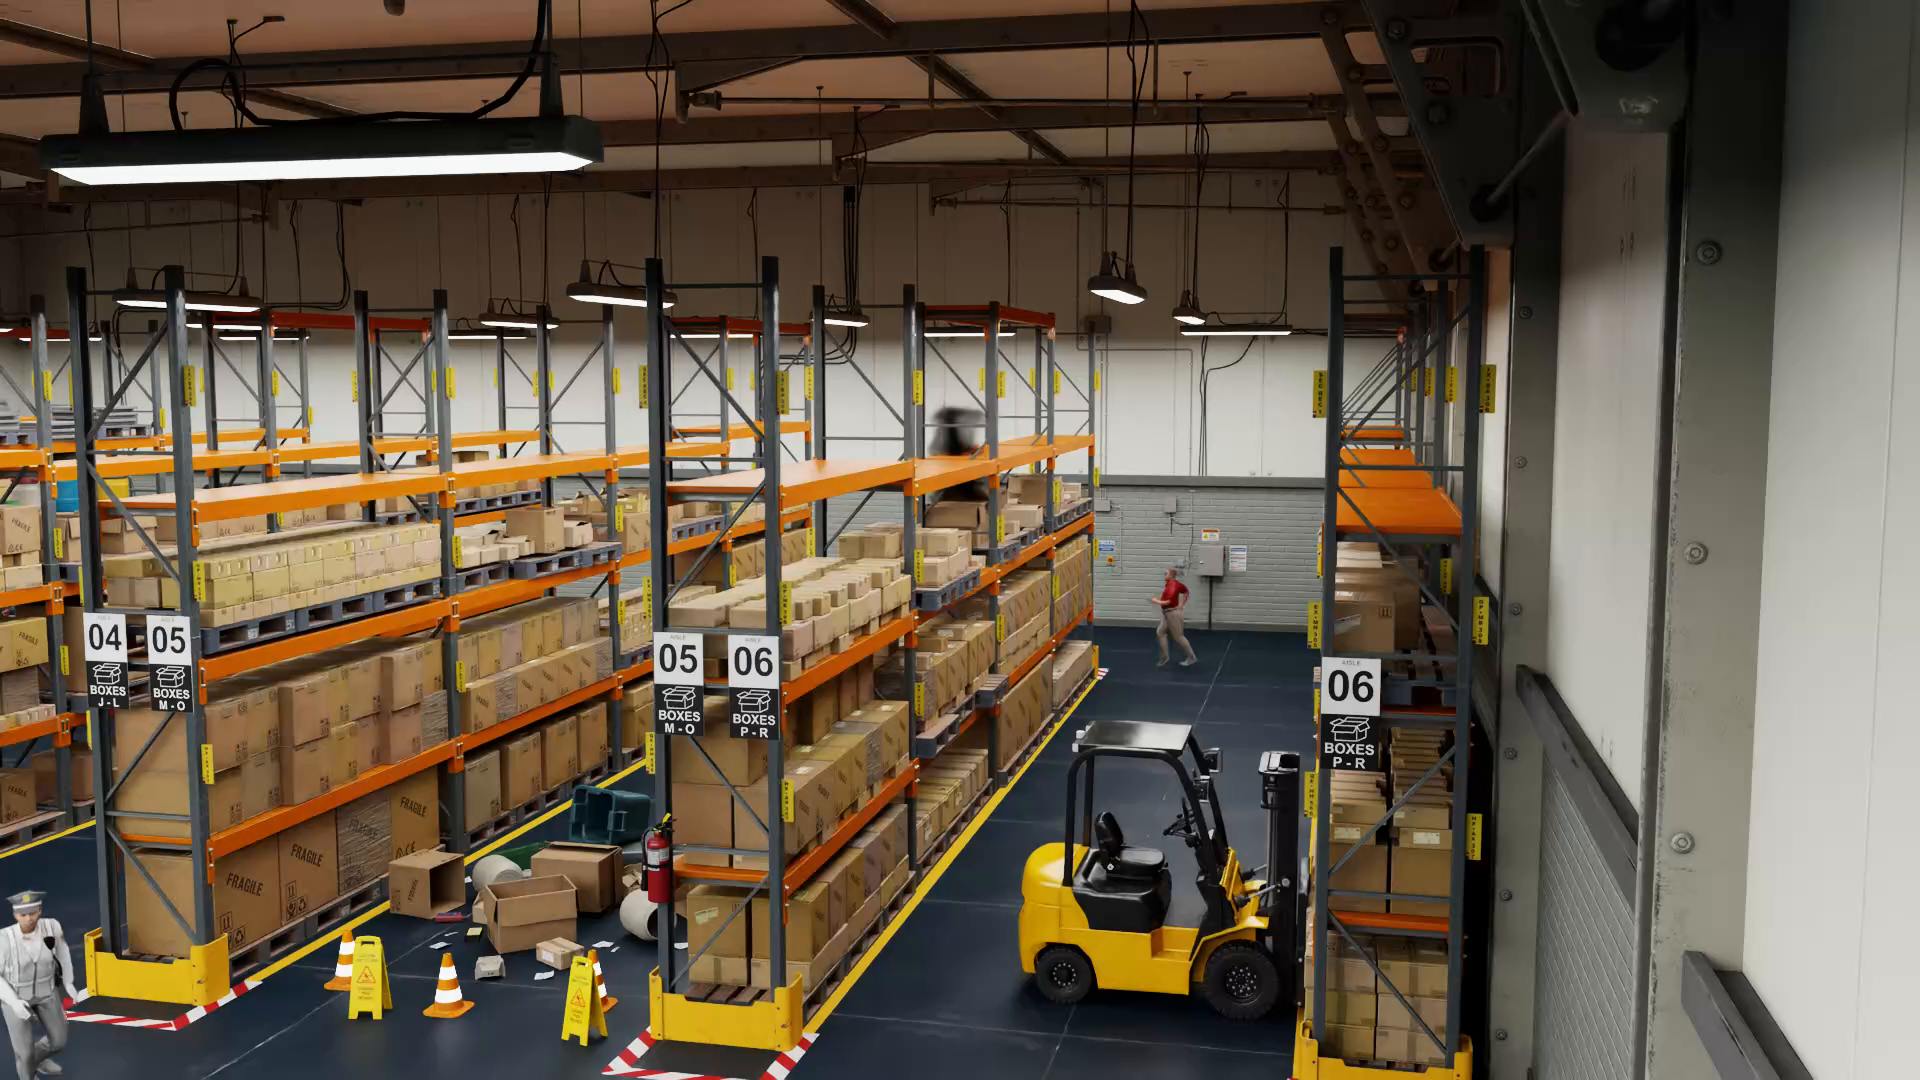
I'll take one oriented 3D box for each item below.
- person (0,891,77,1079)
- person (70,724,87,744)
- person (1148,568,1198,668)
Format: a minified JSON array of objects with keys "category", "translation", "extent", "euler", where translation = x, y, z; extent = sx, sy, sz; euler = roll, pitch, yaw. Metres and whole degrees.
[{"category":"person","translation":[-6.551,3.193,11.689],"extent":[0.713,1.608,0.589],"euler":[5,8,43]},{"category":"person","translation":[-11.411,2.217,21.589],"extent":[0.635,1.557,0.810],"euler":[0,6,-5]},{"category":"person","translation":[3.713,1.386,28.986],"extent":[0.874,1.800,0.649],"euler":[1,6,10]}]
